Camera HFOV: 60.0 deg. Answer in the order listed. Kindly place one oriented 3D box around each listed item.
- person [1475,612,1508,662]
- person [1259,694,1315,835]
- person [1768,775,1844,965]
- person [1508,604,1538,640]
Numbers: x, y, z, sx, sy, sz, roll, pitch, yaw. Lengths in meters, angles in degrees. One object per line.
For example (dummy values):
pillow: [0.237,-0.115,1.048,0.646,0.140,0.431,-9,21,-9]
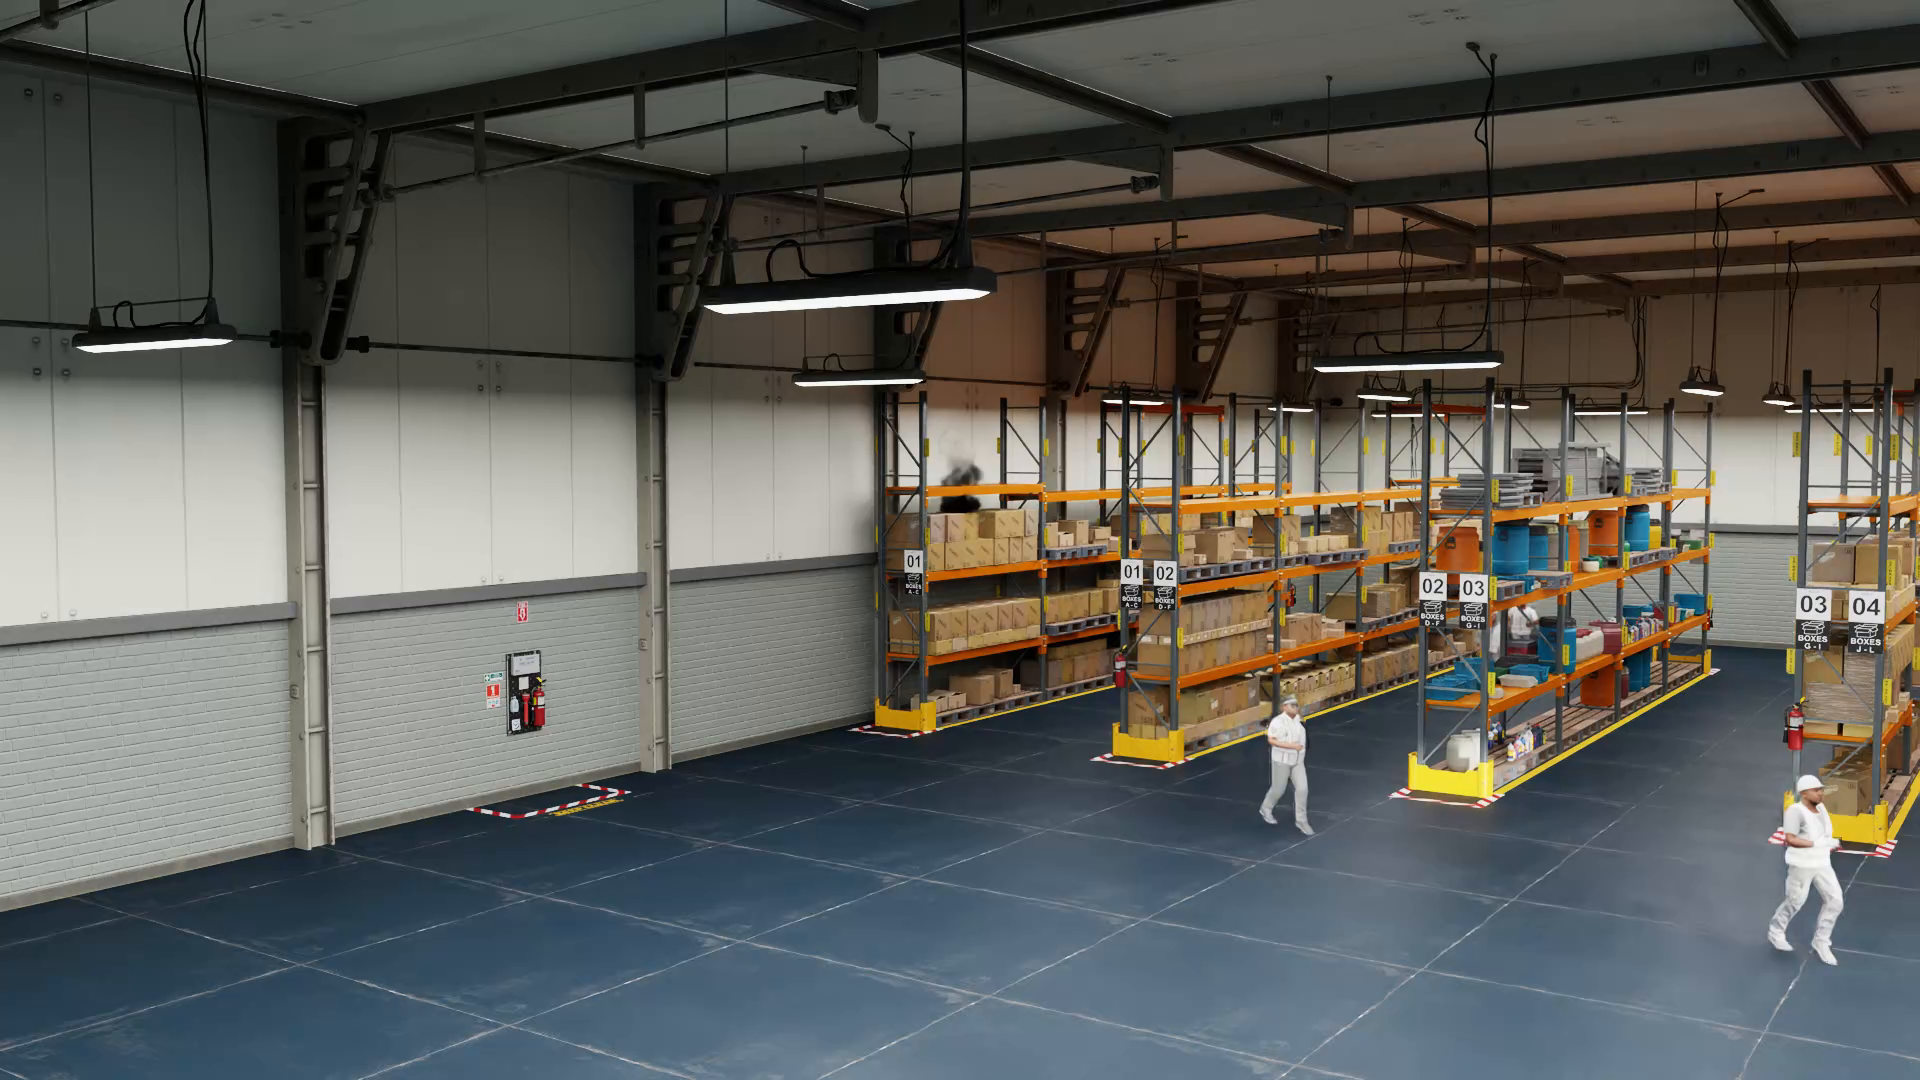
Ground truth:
person: [10.838,2.264,33.918,0.659,1.729,0.586,1,3,18]
person: [4.263,2.913,21.764,0.650,1.823,0.864,-2,4,-29]
person: [8.275,3.210,16.232,0.709,1.844,0.764,-1,3,-24]
person: [12.488,2.081,37.001,0.715,1.741,0.862,1,3,24]
